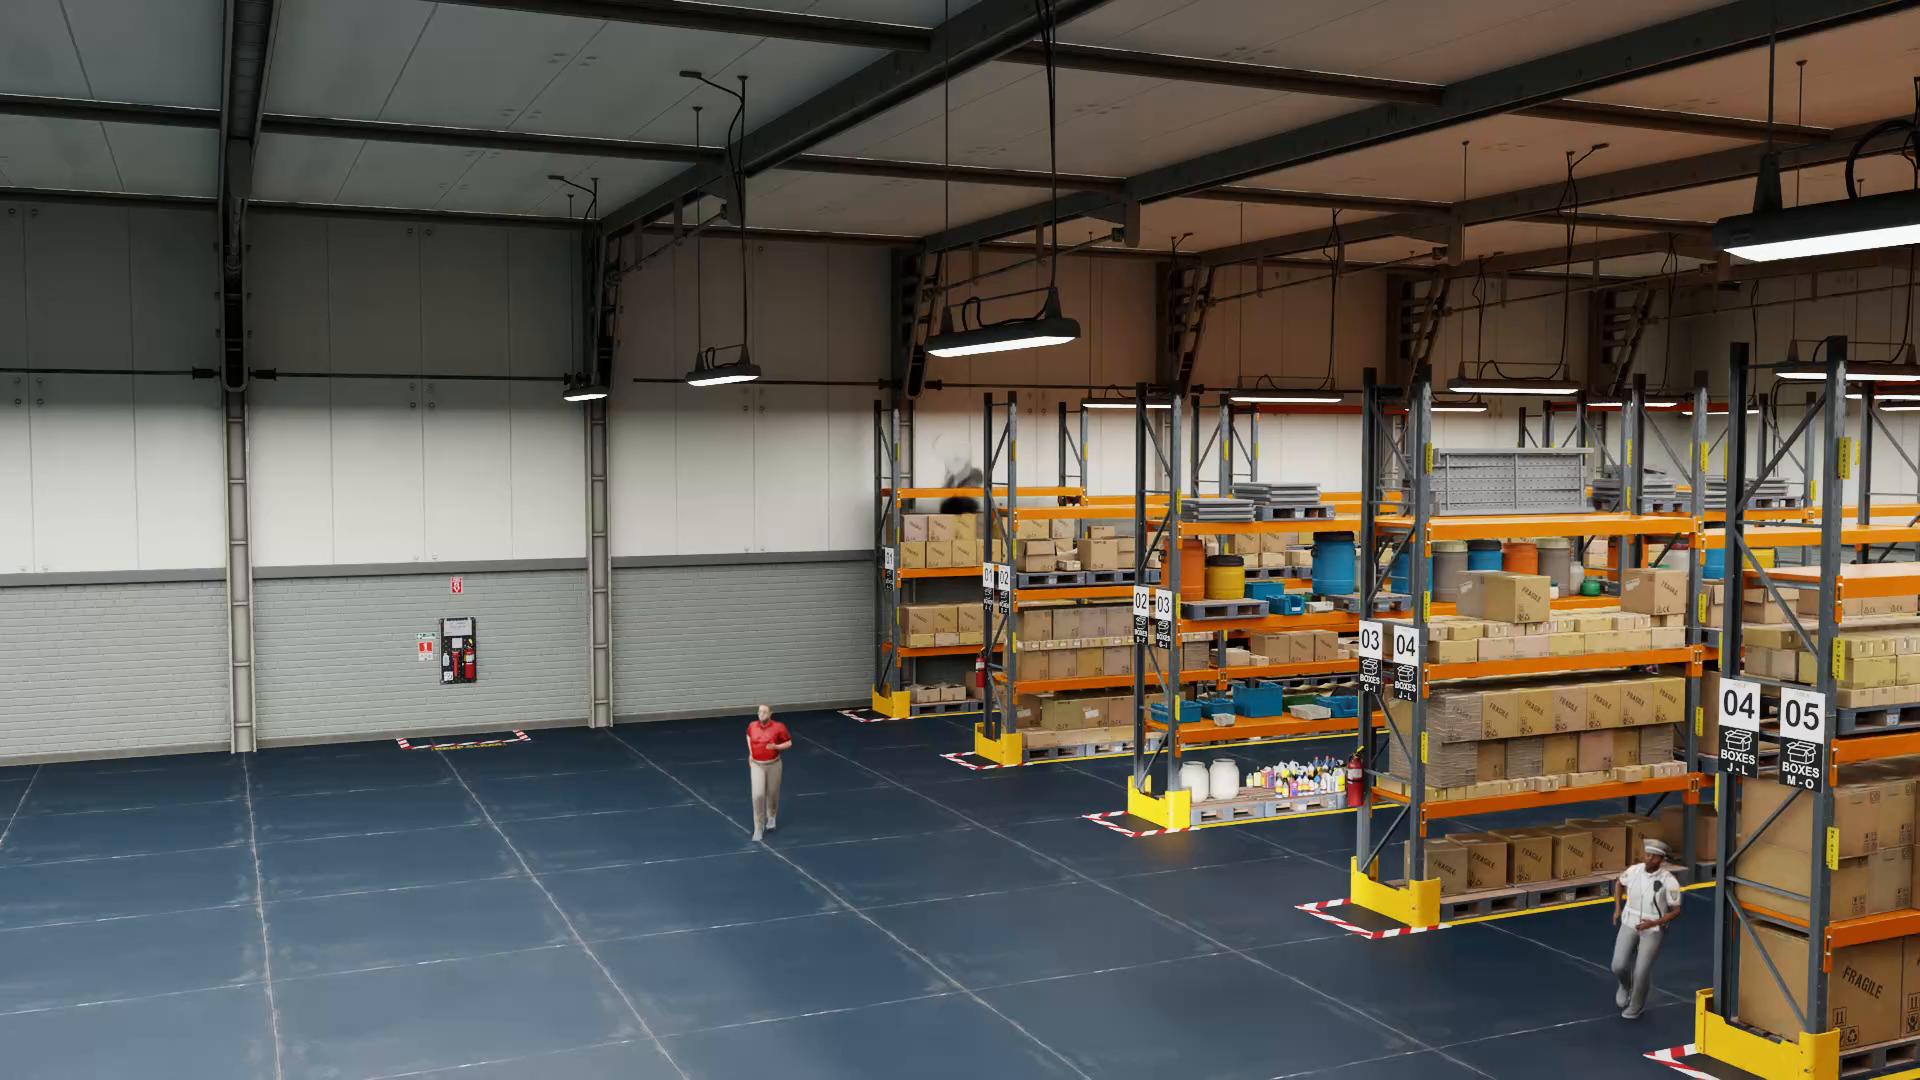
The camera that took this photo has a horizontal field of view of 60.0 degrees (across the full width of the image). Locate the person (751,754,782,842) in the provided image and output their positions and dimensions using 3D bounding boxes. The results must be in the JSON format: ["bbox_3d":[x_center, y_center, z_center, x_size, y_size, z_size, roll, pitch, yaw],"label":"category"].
[{"bbox_3d":[-2.546,3.366,21.947,0.410,1.140,0.830,0,3,1],"label":"person"}]

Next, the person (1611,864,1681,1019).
[{"bbox_3d":[6.128,3.600,14.871,0.569,1.411,0.485,3,4,38],"label":"person"}]
